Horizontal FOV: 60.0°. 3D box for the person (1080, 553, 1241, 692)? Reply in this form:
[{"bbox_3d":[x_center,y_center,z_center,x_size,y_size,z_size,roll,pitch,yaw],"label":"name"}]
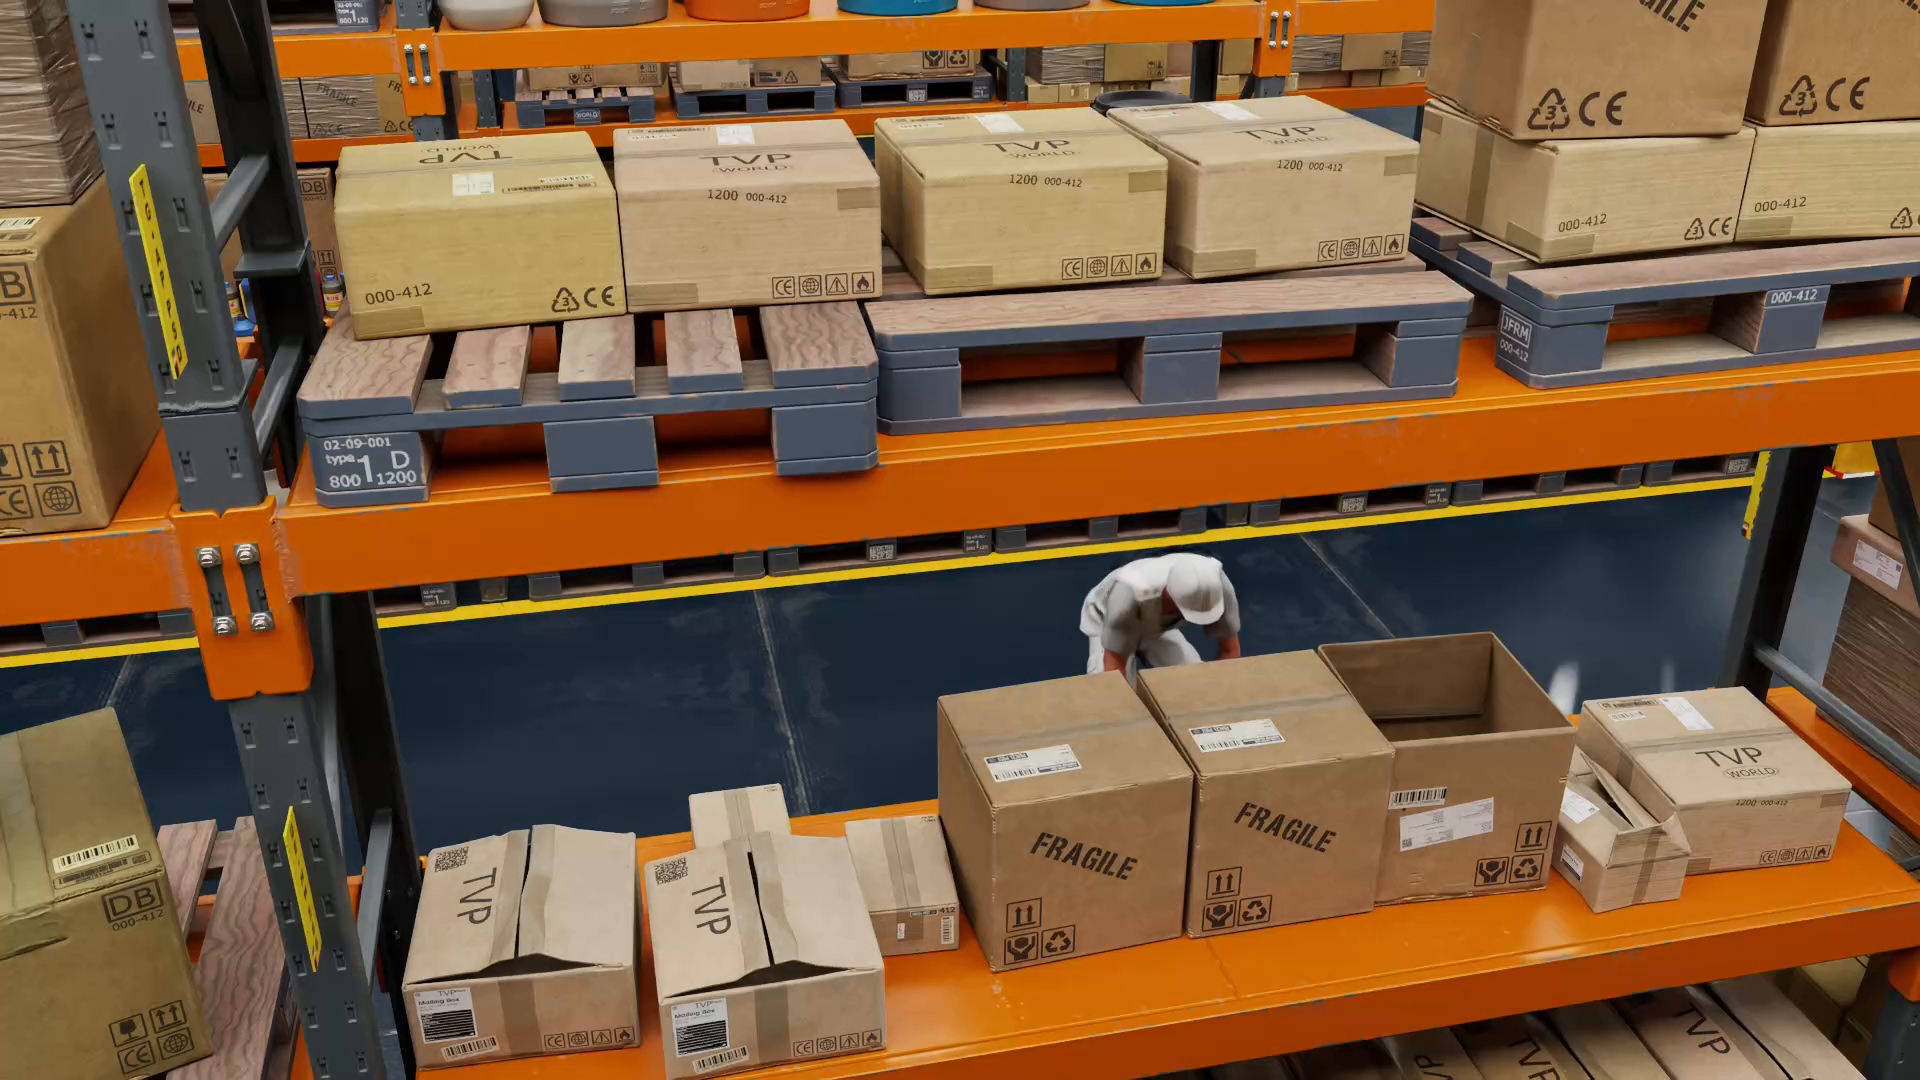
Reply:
[{"bbox_3d":[0.807,0.494,6.715,0.582,1.239,0.832,-6,27,-12],"label":"person"}]
